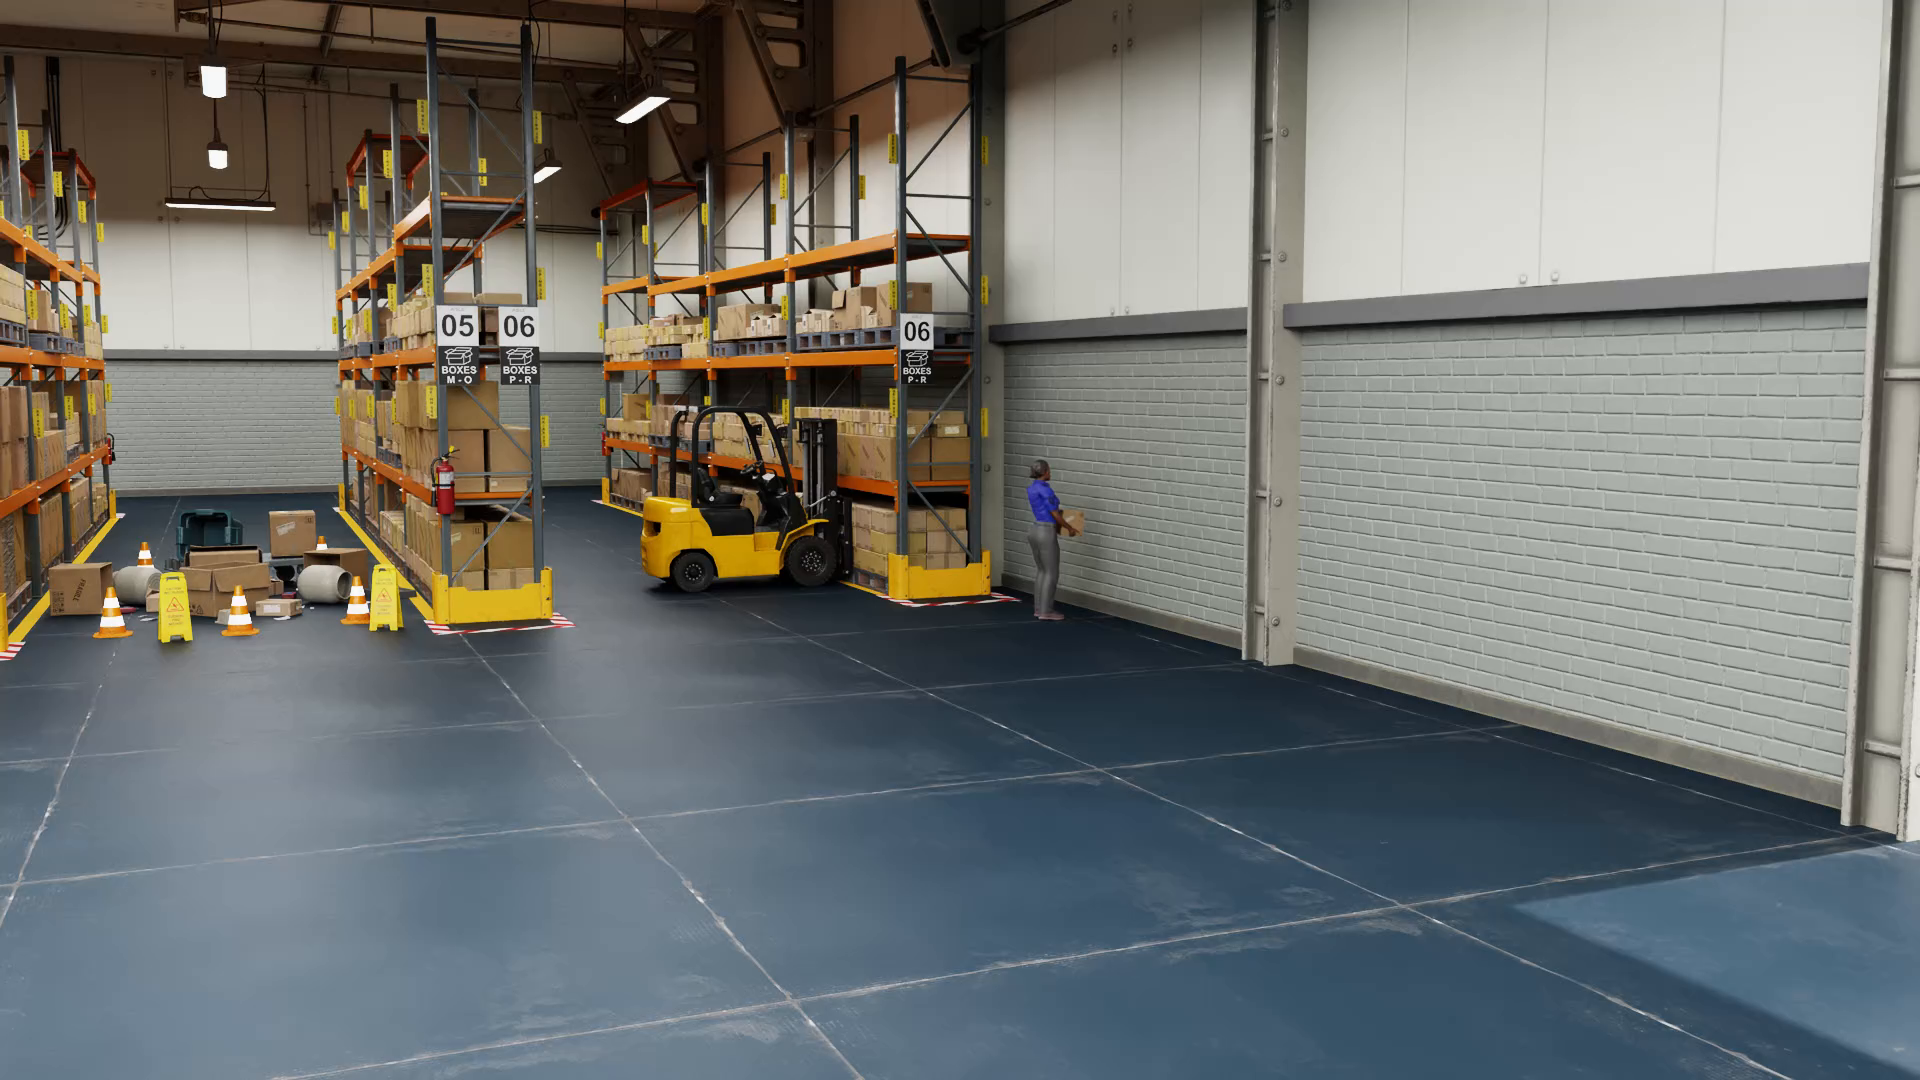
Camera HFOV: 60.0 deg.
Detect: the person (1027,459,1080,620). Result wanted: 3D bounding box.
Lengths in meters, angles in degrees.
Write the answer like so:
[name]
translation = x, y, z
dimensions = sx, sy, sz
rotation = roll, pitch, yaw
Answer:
[person]
translation = 0.946, -0.008, 17.168
dimensions = 0.510, 1.651, 0.451
rotation = -2, 6, -23
